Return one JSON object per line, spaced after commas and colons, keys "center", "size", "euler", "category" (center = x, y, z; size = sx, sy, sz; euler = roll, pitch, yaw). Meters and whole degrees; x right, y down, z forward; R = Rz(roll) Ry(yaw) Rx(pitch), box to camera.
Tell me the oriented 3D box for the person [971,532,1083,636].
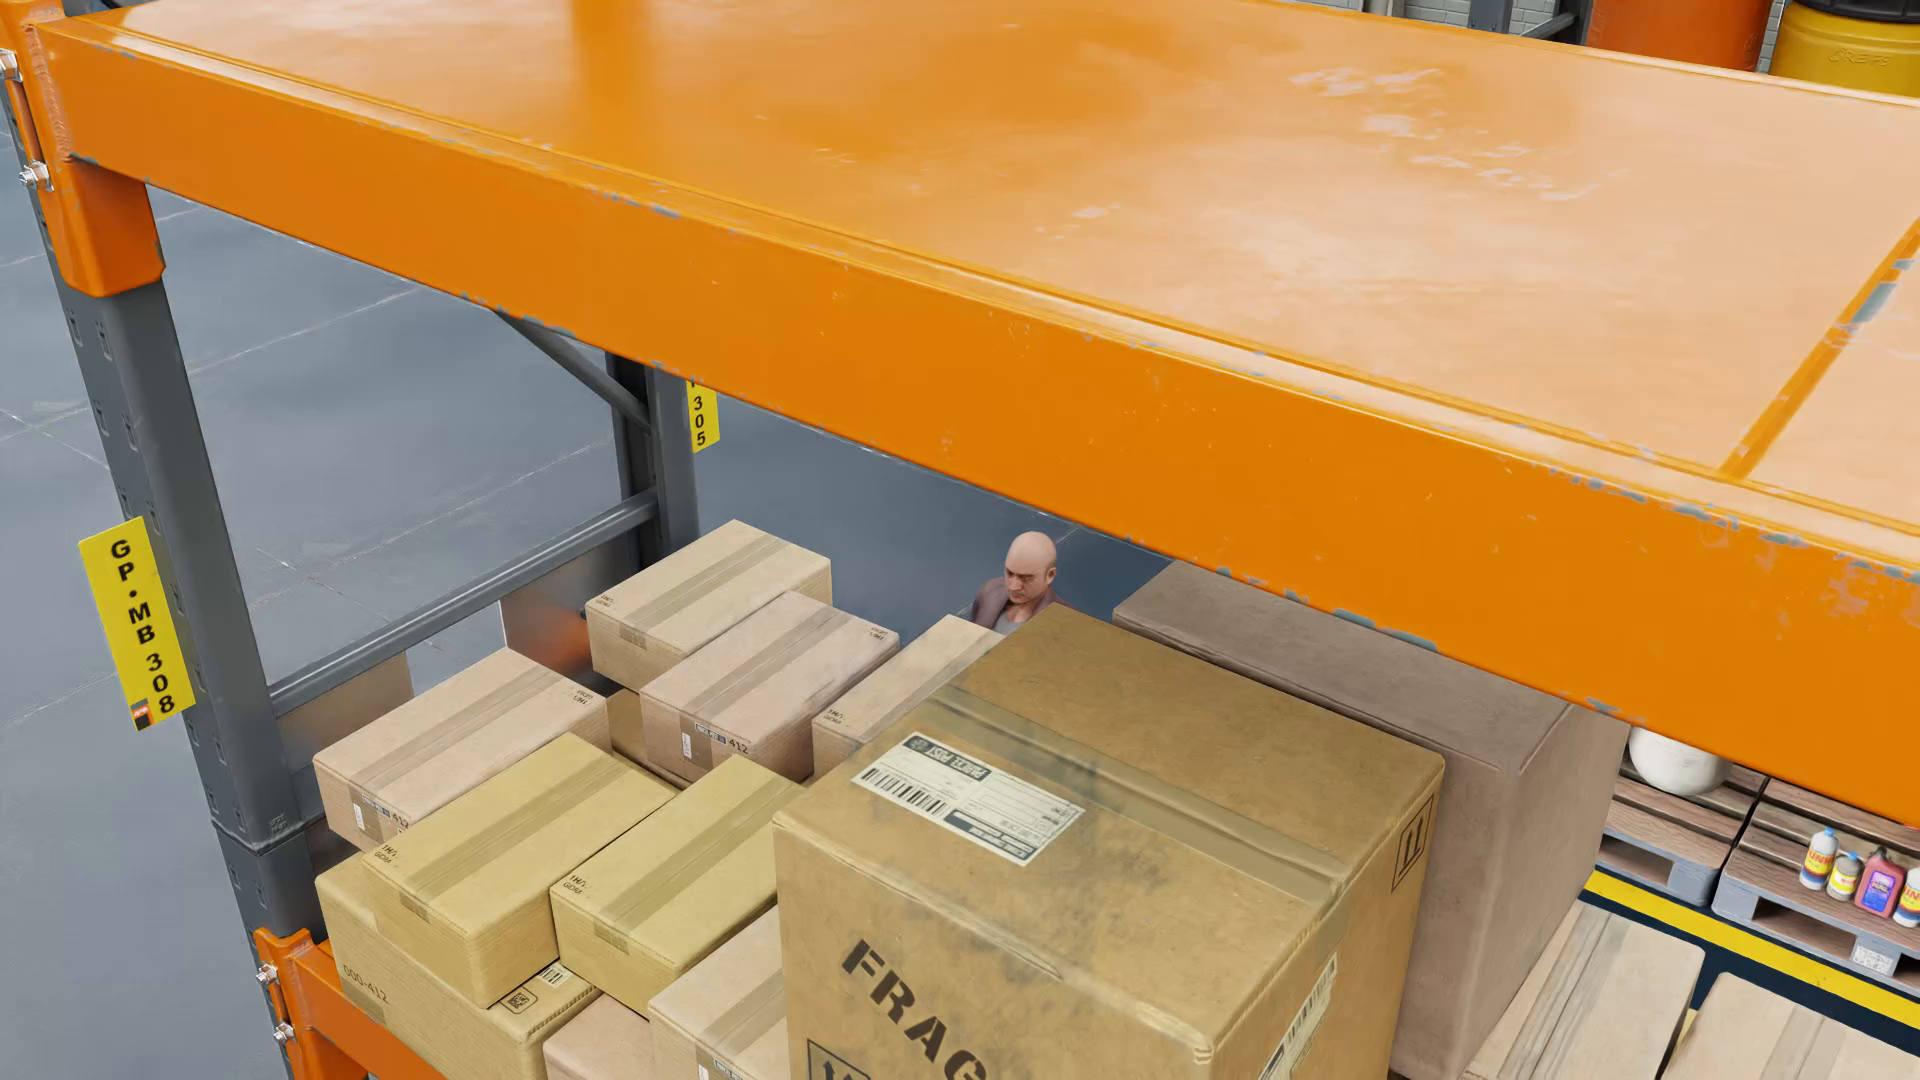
{"center": [0.223, 0.772, 6.337], "size": [0.564, 1.775, 0.427], "euler": [22, 37, 33], "category": "person"}
